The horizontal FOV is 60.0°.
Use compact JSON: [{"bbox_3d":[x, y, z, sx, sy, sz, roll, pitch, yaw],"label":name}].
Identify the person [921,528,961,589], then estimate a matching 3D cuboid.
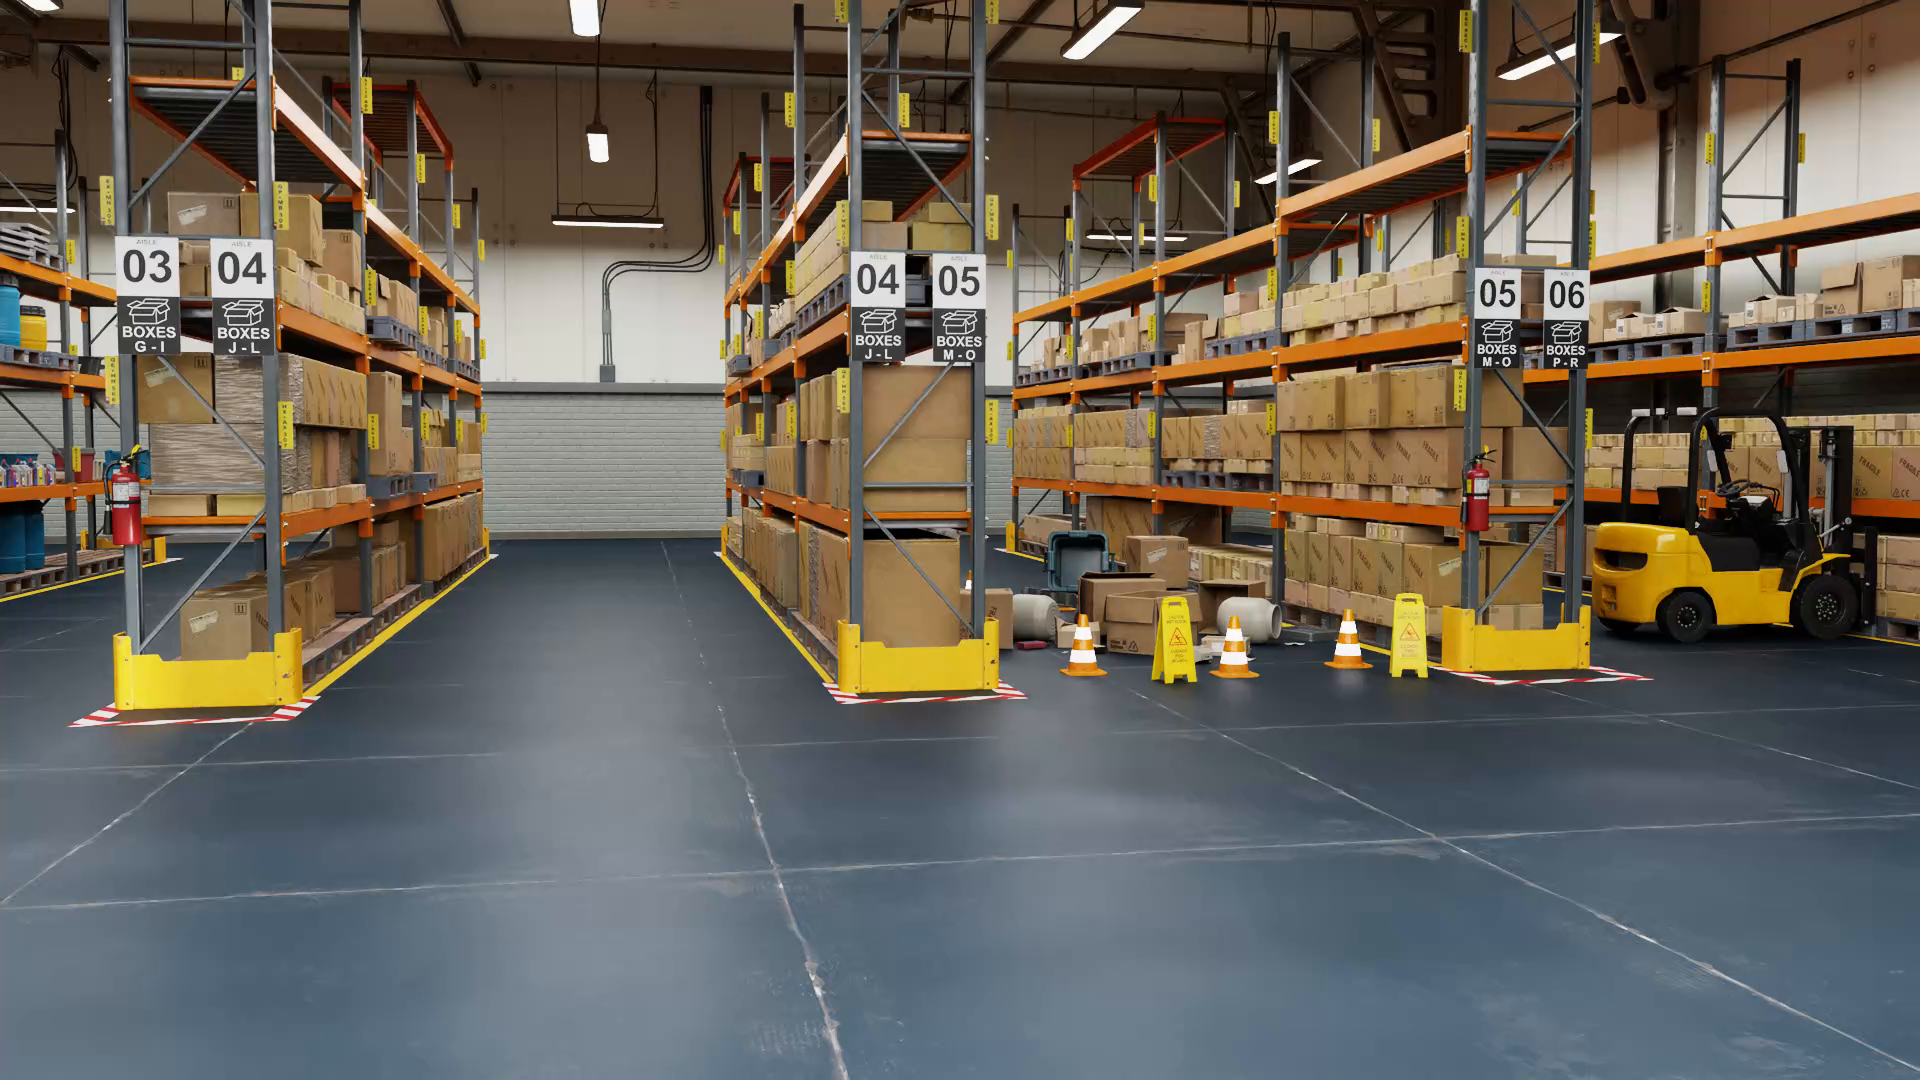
[{"bbox_3d":[-0.211,-0.112,19.223,0.514,1.671,0.362,-1,3,-16],"label":"person"}]
